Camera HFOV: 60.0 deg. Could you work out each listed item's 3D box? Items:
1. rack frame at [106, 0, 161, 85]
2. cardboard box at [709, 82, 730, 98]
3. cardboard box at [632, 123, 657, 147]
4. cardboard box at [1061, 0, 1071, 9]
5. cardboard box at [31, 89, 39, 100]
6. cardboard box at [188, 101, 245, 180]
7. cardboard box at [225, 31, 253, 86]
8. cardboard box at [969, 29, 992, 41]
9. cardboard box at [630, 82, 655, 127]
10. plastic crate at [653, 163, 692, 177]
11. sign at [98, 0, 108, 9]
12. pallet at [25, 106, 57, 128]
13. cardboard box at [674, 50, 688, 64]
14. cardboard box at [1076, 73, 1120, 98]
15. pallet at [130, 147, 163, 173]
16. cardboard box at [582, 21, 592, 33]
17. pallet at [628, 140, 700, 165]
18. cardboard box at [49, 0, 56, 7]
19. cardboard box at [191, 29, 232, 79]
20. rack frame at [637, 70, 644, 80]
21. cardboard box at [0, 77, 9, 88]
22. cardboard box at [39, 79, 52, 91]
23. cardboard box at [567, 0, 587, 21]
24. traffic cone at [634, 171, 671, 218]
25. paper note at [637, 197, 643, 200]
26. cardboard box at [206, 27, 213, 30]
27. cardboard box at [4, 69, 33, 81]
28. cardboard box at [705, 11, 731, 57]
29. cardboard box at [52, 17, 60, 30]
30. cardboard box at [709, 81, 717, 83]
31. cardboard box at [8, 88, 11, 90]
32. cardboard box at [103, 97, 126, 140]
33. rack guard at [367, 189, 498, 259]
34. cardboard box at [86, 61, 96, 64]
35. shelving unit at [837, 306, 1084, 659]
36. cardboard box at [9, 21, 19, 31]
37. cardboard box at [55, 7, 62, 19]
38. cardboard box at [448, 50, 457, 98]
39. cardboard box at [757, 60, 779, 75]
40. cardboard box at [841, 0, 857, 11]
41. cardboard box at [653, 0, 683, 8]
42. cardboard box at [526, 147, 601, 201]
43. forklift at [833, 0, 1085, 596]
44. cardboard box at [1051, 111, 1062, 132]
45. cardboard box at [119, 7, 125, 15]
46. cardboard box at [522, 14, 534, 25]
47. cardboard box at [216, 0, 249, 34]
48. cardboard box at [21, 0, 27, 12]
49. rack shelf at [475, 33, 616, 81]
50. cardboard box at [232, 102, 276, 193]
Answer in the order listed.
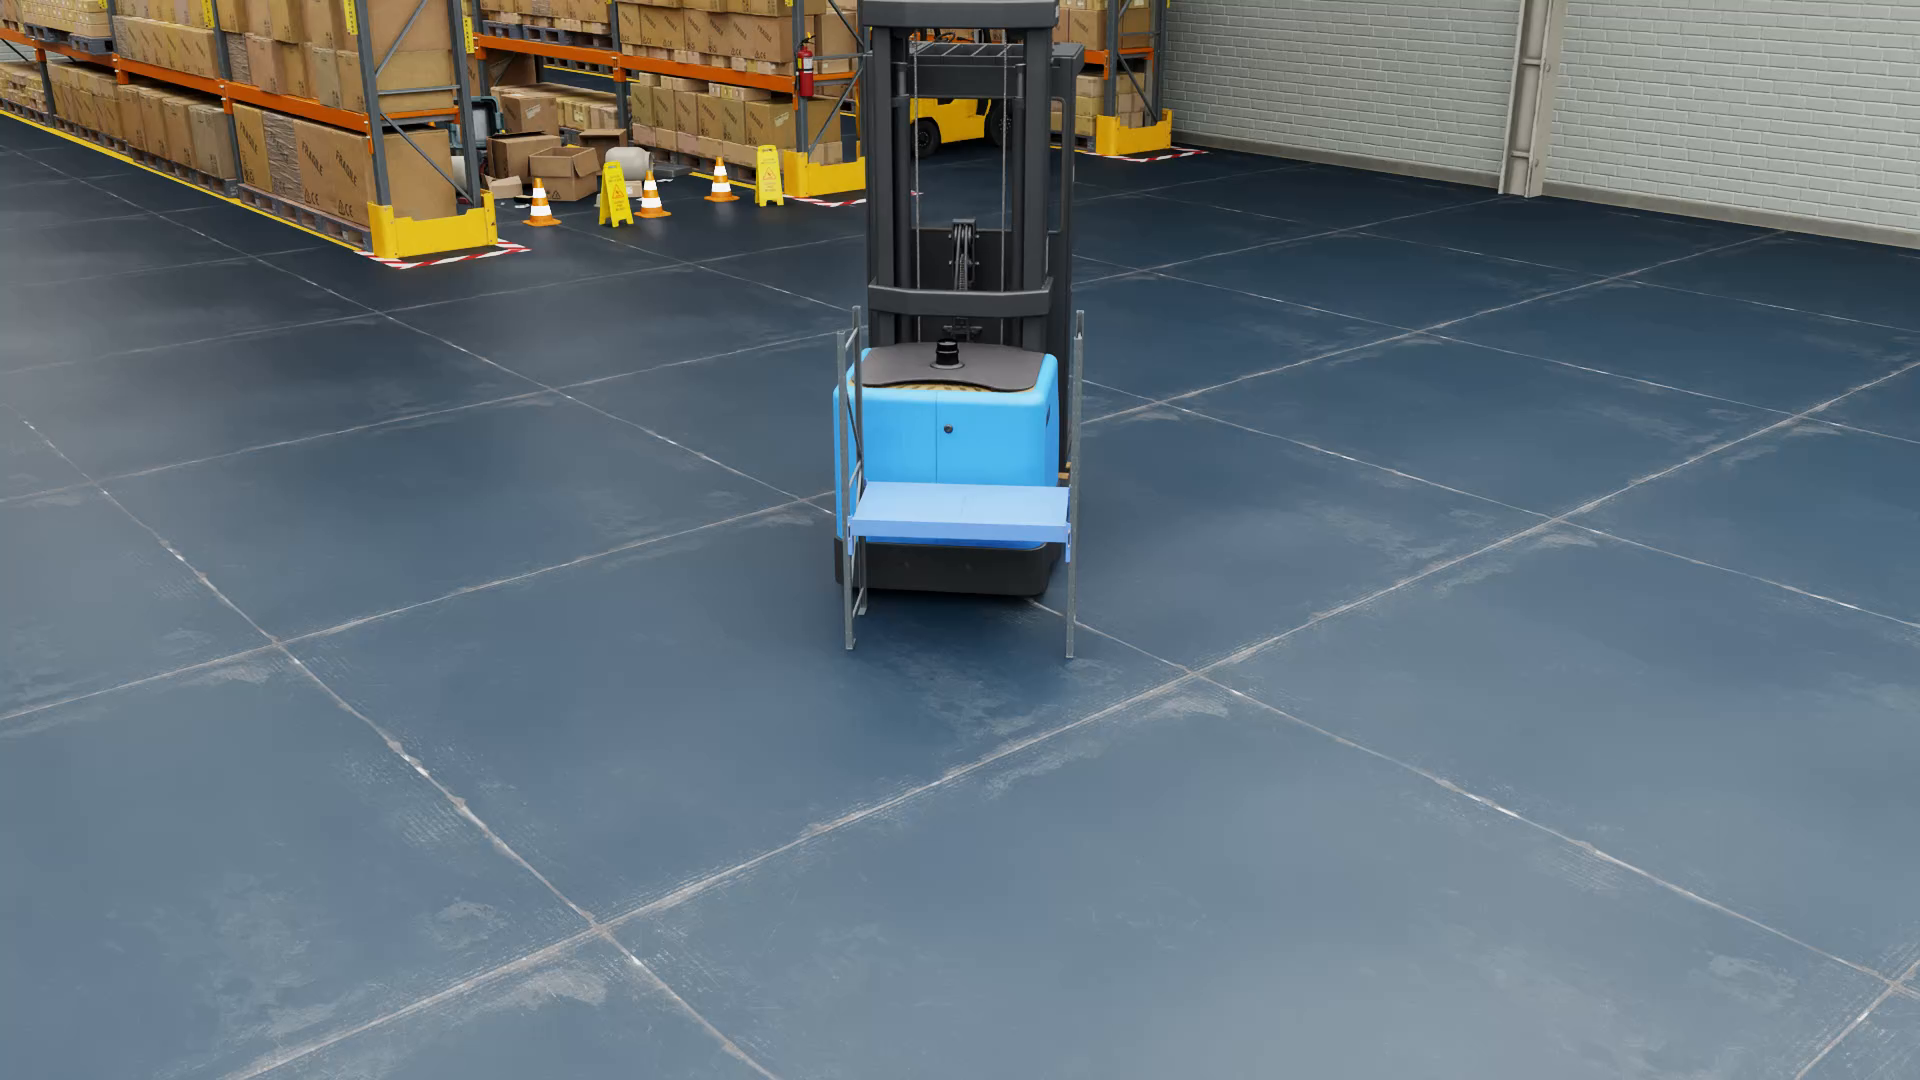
[{"bbox_3d":[-10.349,-6.460,21.364,1.000,3.000,0.127,-17,27,-37],"label":"rack frame"},{"bbox_3d":[-2.787,-5.411,19.962,0.380,0.149,0.250,-16,27,-35],"label":"cardboard box"},{"bbox_3d":[-3.874,-5.249,21.467,0.500,0.250,0.500,-19,28,-40],"label":"cardboard box"},{"bbox_3d":[1.564,-7.166,22.141,0.380,0.149,0.250,-17,27,-36],"label":"cardboard box"},{"bbox_3d":[-13.593,-6.655,24.787,0.380,0.149,0.250,-19,28,-40],"label":"cardboard box"},{"bbox_3d":[-8.212,-4.653,19.259,1.050,0.750,0.750,-18,27,-38],"label":"cardboard box"},{"bbox_3d":[-7.488,-5.326,18.262,0.875,0.550,0.550,-17,27,-37],"label":"cardboard box"},{"bbox_3d":[0.480,-7.326,23.438,0.500,0.500,0.500,-18,28,-38],"label":"cardboard box"},{"bbox_3d":[-3.874,-5.598,21.330,0.500,0.500,0.500,-16,26,-35],"label":"cardboard box"},{"bbox_3d":[-3.651,-4.573,20.549,0.583,0.080,0.402,12,24,27],"label":"plastic crate"},{"bbox_3d":[-10.754,-6.830,20.831,0.100,0.325,0.005,-17,27,-37],"label":"sign"},{"bbox_3d":[-13.425,-6.444,25.147,1.003,0.211,1.213,-17,27,-37],"label":"pallet"},{"bbox_3d":[-3.264,-5.925,20.343,0.380,0.149,0.250,-17,27,-37],"label":"cardboard box"},{"bbox_3d":[1.778,-6.072,22.198,0.500,0.250,0.500,-16,27,-36],"label":"cardboard box"},{"bbox_3d":[-9.892,-4.926,21.271,1.003,0.211,1.213,-17,27,-37],"label":"pallet"},{"bbox_3d":[-4.758,-6.793,21.984,0.380,0.149,0.250,-18,28,-39],"label":"cardboard box"},{"bbox_3d":[-3.589,-5.086,21.679,1.003,0.211,1.213,-17,27,-37],"label":"pallet"},{"bbox_3d":[-12.028,-7.272,22.390,0.380,0.149,0.250,-16,27,-36],"label":"cardboard box"},{"bbox_3d":[-8.281,-5.482,18.730,0.500,0.500,0.500,-18,27,-38],"label":"cardboard box"},{"bbox_3d":[-5.518,-9.954,30.285,1.000,3.000,0.127,-17,27,-37],"label":"rack frame"},{"bbox_3d":[-14.976,-7.239,26.278,0.380,0.149,0.250,-16,27,-36],"label":"cardboard box"},{"bbox_3d":[-13.390,-6.746,24.613,0.380,0.149,0.250,-17,27,-36],"label":"cardboard box"},{"bbox_3d":[-4.854,-7.151,22.009,0.500,0.500,0.500,-17,27,-37],"label":"cardboard box"},{"bbox_3d":[-3.320,-3.728,17.868,0.336,0.463,0.334,-17,27,-37],"label":"traffic cone"},{"bbox_3d":[-3.568,-3.861,18.799,0.142,0.019,0.148,12,24,27],"label":"paper note"},{"bbox_3d":[-8.067,-6.003,18.689,0.700,0.500,0.500,-18,28,-38],"label":"cardboard box"},{"bbox_3d":[-14.613,-7.231,25.850,0.380,0.149,0.250,-17,27,-37],"label":"cardboard box"},{"bbox_3d":[-2.653,-6.004,19.655,0.500,0.500,0.500,-18,27,-38],"label":"cardboard box"},{"bbox_3d":[-12.033,-6.995,22.500,0.380,0.149,0.250,-19,28,-40],"label":"cardboard box"},{"bbox_3d":[-3.131,-5.586,21.299,0.500,0.500,0.500,-17,27,-36],"label":"cardboard box"},{"bbox_3d":[-14.749,-7.053,26.212,0.380,0.149,0.250,-17,27,-37],"label":"cardboard box"},{"bbox_3d":[-10.977,-5.611,22.049,0.500,0.500,0.500,-18,27,-38],"label":"cardboard box"},{"bbox_3d":[-5.111,-3.079,16.160,1.175,0.500,0.348,-17,27,-37],"label":"rack guard"},{"bbox_3d":[-12.282,-6.800,24.057,0.500,0.250,0.500,-18,28,-39],"label":"cardboard box"},{"bbox_3d":[0.015,-0.264,7.596,1.048,1.500,0.538,2,22,5],"label":"shelving unit"},{"bbox_3d":[-14.053,-7.750,25.001,0.380,0.149,0.250,-19,28,-40],"label":"cardboard box"},{"bbox_3d":[-11.860,-7.061,22.259,0.380,0.149,0.250,-17,27,-36],"label":"cardboard box"},{"bbox_3d":[-7.632,-7.330,25.924,0.875,0.875,0.875,-17,27,-37],"label":"cardboard box"},{"bbox_3d":[-2.099,-5.435,19.092,0.380,0.149,0.250,-18,28,-38],"label":"cardboard box"},{"bbox_3d":[-1.481,-8.265,25.492,0.500,0.250,0.500,-17,27,-36],"label":"cardboard box"},{"bbox_3d":[-3.307,-6.747,20.181,0.700,0.500,0.500,-18,28,-39],"label":"cardboard box"},{"bbox_3d":[-4.508,-4.176,18.956,0.637,0.503,0.797,3,22,9],"label":"cardboard box"},{"bbox_3d":[0.081,-1.593,9.032,1.130,2.935,3.031,3,22,7],"label":"forklift"},{"bbox_3d":[1.451,-5.748,22.741,0.500,0.250,0.500,-17,27,-37],"label":"cardboard box"},{"bbox_3d":[-11.033,-7.075,22.296,0.380,0.149,0.250,-17,27,-37],"label":"cardboard box"},{"bbox_3d":[-5.911,-7.309,23.301,0.380,0.149,0.250,-16,26,-34],"label":"cardboard box"},{"bbox_3d":[-7.523,-5.817,18.037,0.875,0.550,0.550,-17,27,-37],"label":"cardboard box"},{"bbox_3d":[-13.052,-7.564,23.543,0.380,0.149,0.250,-17,27,-37],"label":"cardboard box"},{"bbox_3d":[-5.360,-6.779,23.164,1.077,0.370,4.000,-17,27,-37],"label":"rack shelf"},{"bbox_3d":[-7.381,-4.371,18.367,0.875,0.875,0.875,-17,27,-37],"label":"cardboard box"}]
